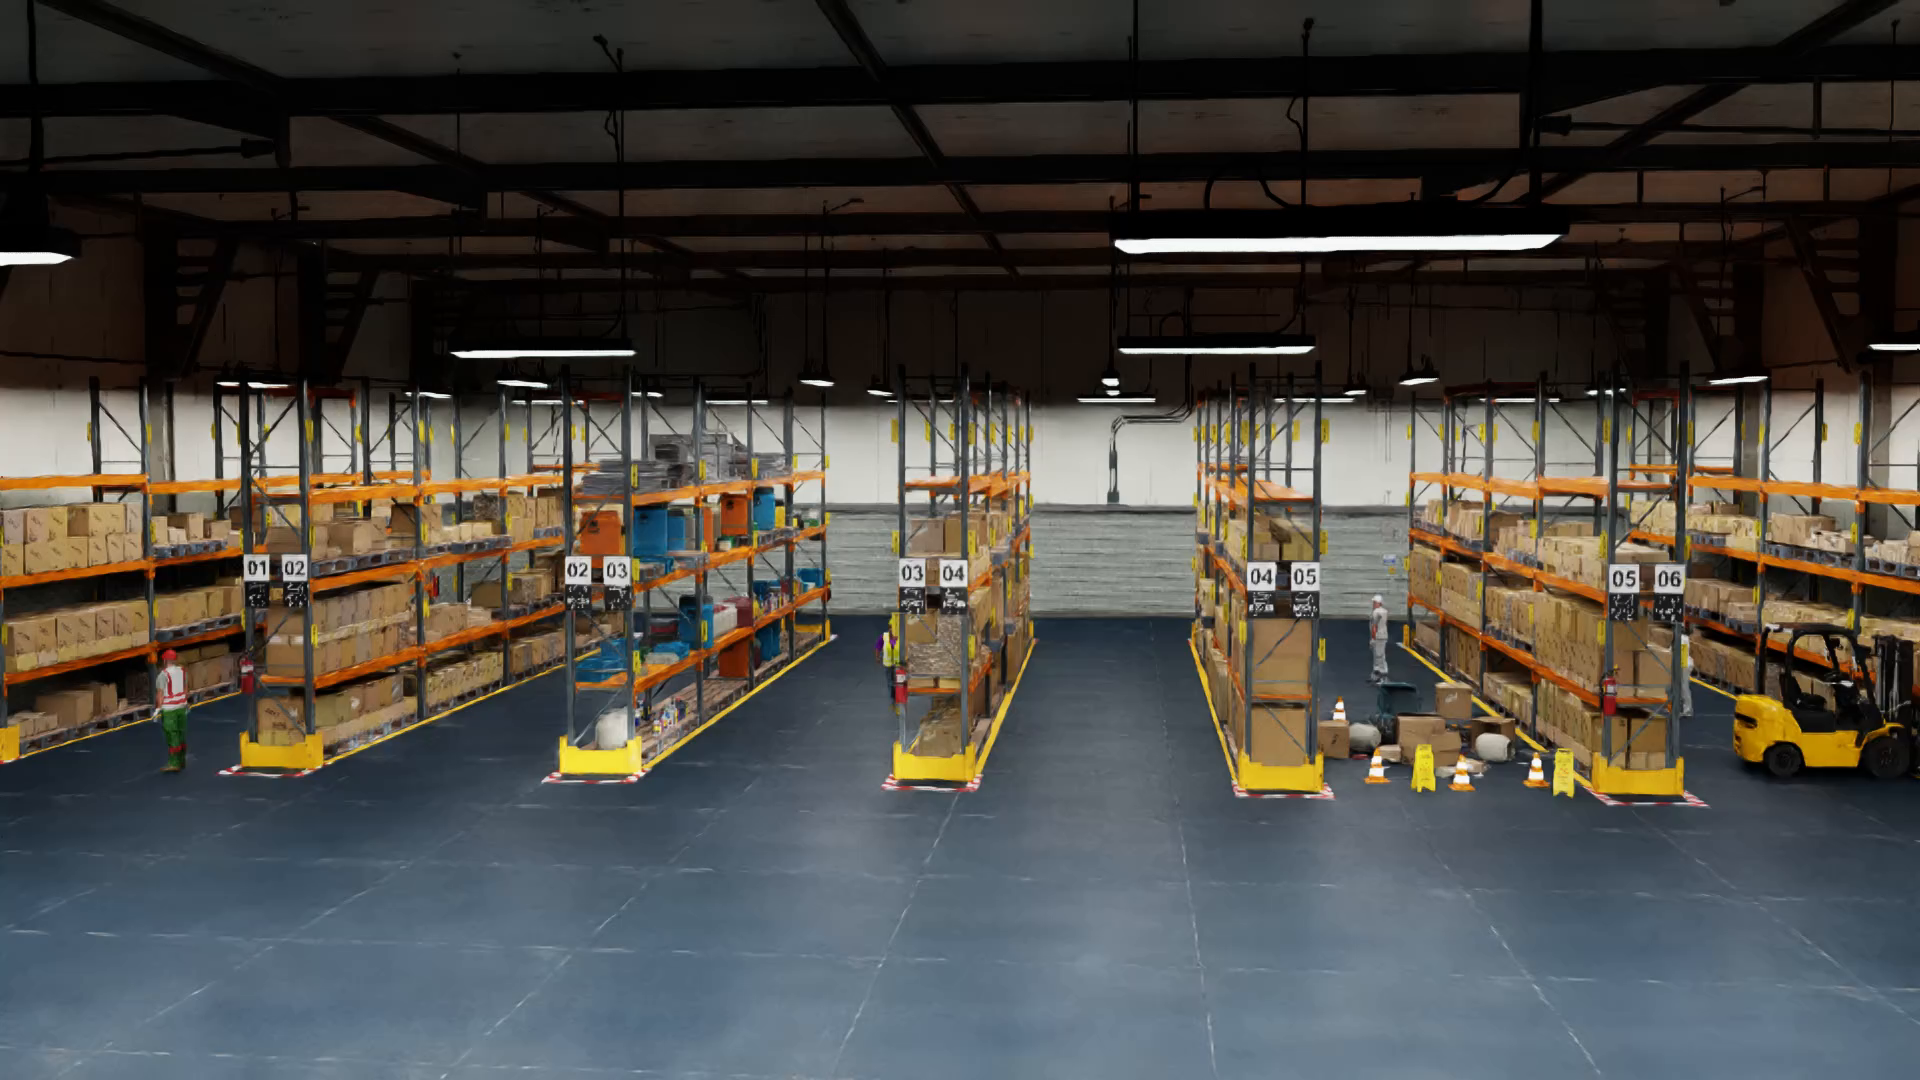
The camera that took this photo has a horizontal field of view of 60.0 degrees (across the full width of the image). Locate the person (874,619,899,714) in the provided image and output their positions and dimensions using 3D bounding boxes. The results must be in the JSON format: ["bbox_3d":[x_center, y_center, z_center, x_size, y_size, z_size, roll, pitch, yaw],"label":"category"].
[{"bbox_3d":[-1.169,2.234,29.872,0.734,1.697,0.856,1,4,11],"label":"person"}]

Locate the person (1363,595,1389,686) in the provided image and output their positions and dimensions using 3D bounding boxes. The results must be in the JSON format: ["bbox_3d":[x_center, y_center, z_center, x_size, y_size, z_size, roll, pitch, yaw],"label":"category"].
[{"bbox_3d":[8.282,1.974,33.063,0.588,1.784,0.666,2,4,30],"label":"person"}]

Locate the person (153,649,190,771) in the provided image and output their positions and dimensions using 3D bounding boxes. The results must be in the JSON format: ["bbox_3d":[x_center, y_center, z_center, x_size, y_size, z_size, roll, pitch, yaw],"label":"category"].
[{"bbox_3d":[-11.733,2.508,24.755,0.482,1.780,0.695,1,4,17],"label":"person"}]

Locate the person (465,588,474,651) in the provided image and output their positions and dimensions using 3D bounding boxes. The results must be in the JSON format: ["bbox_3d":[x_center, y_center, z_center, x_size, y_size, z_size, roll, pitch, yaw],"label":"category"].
[{"bbox_3d":[-10.653,1.846,36.631,0.592,1.629,0.531,0,4,4],"label":"person"}]

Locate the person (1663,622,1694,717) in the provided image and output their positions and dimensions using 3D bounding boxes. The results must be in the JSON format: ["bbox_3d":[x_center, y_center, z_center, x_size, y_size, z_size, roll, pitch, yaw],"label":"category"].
[{"bbox_3d":[12.740,2.271,29.473,0.544,1.657,0.598,2,4,34],"label":"person"}]
